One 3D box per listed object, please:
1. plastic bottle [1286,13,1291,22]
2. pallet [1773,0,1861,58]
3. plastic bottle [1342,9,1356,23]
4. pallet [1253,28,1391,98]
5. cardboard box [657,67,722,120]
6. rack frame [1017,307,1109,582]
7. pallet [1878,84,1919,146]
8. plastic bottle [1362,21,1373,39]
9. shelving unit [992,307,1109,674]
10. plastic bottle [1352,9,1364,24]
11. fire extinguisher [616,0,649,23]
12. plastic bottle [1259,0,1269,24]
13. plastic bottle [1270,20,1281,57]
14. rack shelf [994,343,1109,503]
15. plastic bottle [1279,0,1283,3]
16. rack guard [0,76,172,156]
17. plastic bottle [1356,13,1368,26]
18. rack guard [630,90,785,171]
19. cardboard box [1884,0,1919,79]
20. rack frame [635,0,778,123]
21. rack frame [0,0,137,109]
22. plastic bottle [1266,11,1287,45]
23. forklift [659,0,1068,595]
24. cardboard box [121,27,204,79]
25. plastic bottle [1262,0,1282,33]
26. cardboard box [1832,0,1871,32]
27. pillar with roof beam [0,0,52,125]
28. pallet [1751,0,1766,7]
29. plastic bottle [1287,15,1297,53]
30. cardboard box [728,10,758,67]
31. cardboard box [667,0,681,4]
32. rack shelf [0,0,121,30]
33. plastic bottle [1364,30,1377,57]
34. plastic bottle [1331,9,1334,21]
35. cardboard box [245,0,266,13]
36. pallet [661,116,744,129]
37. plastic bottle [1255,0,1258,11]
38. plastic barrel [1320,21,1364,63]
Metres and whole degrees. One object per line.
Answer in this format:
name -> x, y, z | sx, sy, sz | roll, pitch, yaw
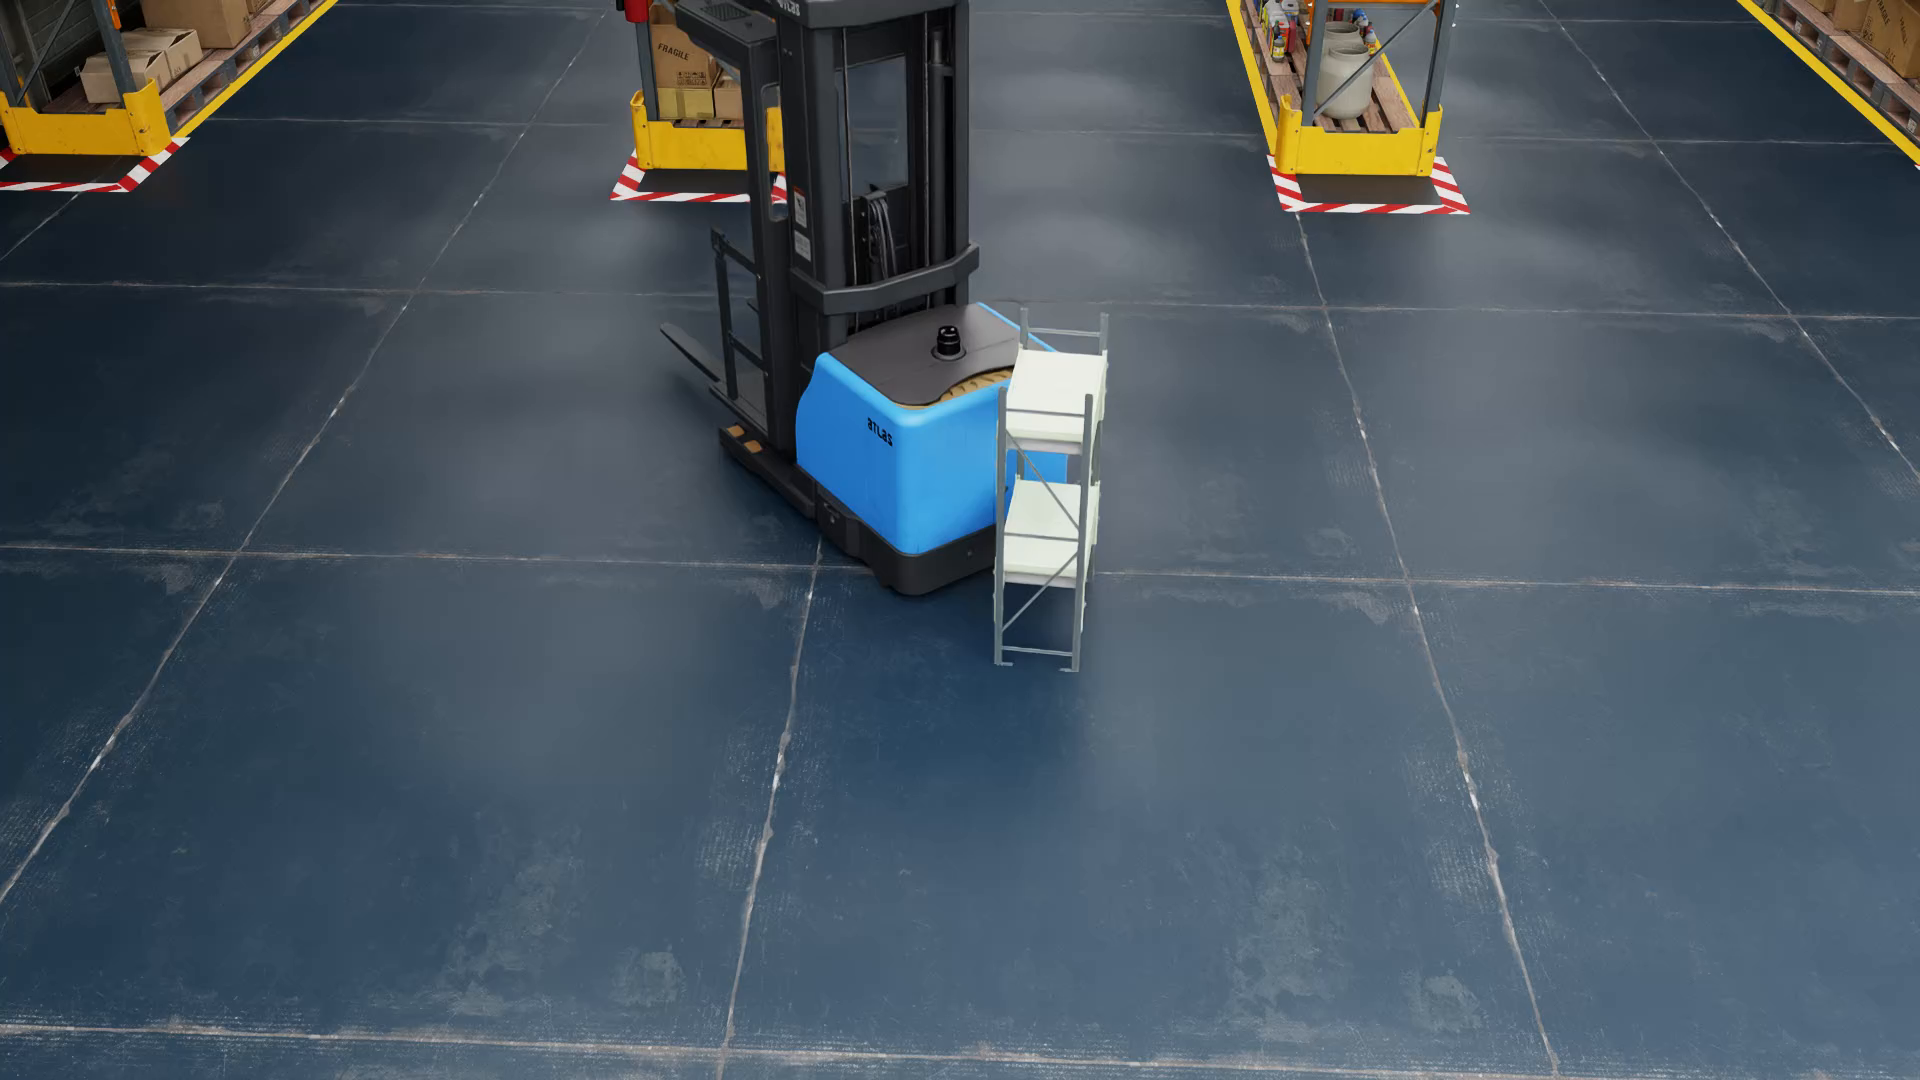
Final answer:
plastic bottle -> 2.864, -4.498, 14.538 | 0.097, 0.201, 0.097 | 0, 35, 0
pallet -> 8.178, -4.712, 15.217 | 1.003, 0.211, 1.213 | 1, 35, 2
plastic bottle -> 3.451, -4.654, 14.695 | 0.152, 0.276, 0.135 | 2, 35, 3
pallet -> 3.106, -4.125, 14.382 | 1.003, 0.211, 1.213 | 1, 35, 2
cardboard box -> -2.163, -3.534, 13.142 | 0.500, 0.250, 0.500 | 1, 35, 2
rack frame -> 0.475, -0.425, 7.997 | 0.400, 1.500, 0.023 | 5, 35, 7
pallet -> 8.080, -3.310, 13.222 | 1.003, 0.211, 1.213 | 1, 35, 2
plastic bottle -> 3.471, -4.288, 14.169 | 0.061, 0.283, 0.133 | 2, 35, 3
shelving unit -> 0.418, -0.218, 7.701 | 0.431, 1.500, 0.755 | 5, 35, 7
plastic bottle -> 3.470, -4.525, 14.515 | 0.097, 0.271, 0.097 | 0, 35, 0
fire extinguisher -> -2.358, -4.083, 11.965 | 0.296, 0.674, 0.183 | 1, 35, 2
plastic bottle -> 2.718, -4.766, 14.848 | 0.061, 0.283, 0.133 | 3, 35, 4
plastic bottle -> 2.682, -4.257, 14.124 | 0.061, 0.283, 0.133 | 2, 35, 3
rack shelf -> 0.418, -0.537, 7.476 | 0.431, 0.370, 0.720 | 5, 35, 7
plastic bottle -> 2.888, -4.877, 15.017 | 0.097, 0.271, 0.097 | 0, 35, 0
rack guard -> -6.836, -3.306, 12.964 | 1.175, 0.500, 0.348 | 1, 35, 2
plastic bottle -> 3.462, -4.408, 14.350 | 0.097, 0.271, 0.097 | 0, 35, 0
rack guard -> -1.890, -3.136, 12.723 | 1.175, 0.500, 0.348 | 1, 35, 2
cardboard box -> 8.084, -4.152, 13.804 | 0.500, 0.500, 0.500 | 4, 35, 6
rack frame -> -1.889, -4.172, 12.024 | 1.000, 3.000, 0.127 | 1, 35, 2
rack frame -> -6.839, -4.285, 12.183 | 1.000, 3.000, 0.127 | 1, 35, 2
plastic bottle -> 2.739, -4.411, 14.349 | 0.152, 0.276, 0.135 | 0, 35, 1
forklift -> -0.697, -1.729, 8.607 | 1.130, 2.935, 3.031 | -22, 41, -28
cardboard box -> -6.699, -4.087, 13.859 | 0.500, 0.311, 0.500 | 4, 35, 6
plastic bottle -> 2.749, -4.643, 14.615 | 0.144, 0.351, 0.185 | 1, 35, 2
cardboard box -> 8.098, -4.830, 14.769 | 0.500, 0.500, 0.500 | 12, 37, 17
pillar with roof beam -> -3.374, -7.062, 10.918 | 9.100, 9.000, 0.400 | 1, 35, 2
pallet -> 8.199, -5.546, 16.403 | 1.003, 0.211, 1.213 | 1, 35, 2
plastic bottle -> 2.839, -4.332, 14.230 | 0.061, 0.283, 0.133 | 1, 35, 2
cardboard box -> -1.627, -4.116, 13.318 | 0.500, 0.500, 0.500 | 1, 35, 2
cardboard box -> -2.140, -4.416, 13.744 | 0.500, 0.500, 0.500 | 1, 35, 2
rack shelf -> -6.759, -5.139, 14.025 | 1.077, 0.370, 4.000 | 1, 35, 2
plastic bottle -> 3.444, -4.154, 13.988 | 0.097, 0.271, 0.097 | 0, 35, 0
plastic bottle -> 3.358, -4.738, 14.808 | 0.061, 0.283, 0.133 | 1, 35, 2
cardboard box -> -6.680, -5.143, 15.196 | 0.500, 0.500, 0.500 | -1, 35, -2
pallet -> -1.901, -3.472, 13.452 | 1.003, 0.211, 1.213 | 1, 35, 2
plastic bottle -> 2.773, -4.996, 15.117 | 0.144, 0.351, 0.185 | 2, 35, 3
plastic barrel -> 3.030, -3.878, 13.403 | 0.421, 0.512, 0.421 | 0, 35, 0
